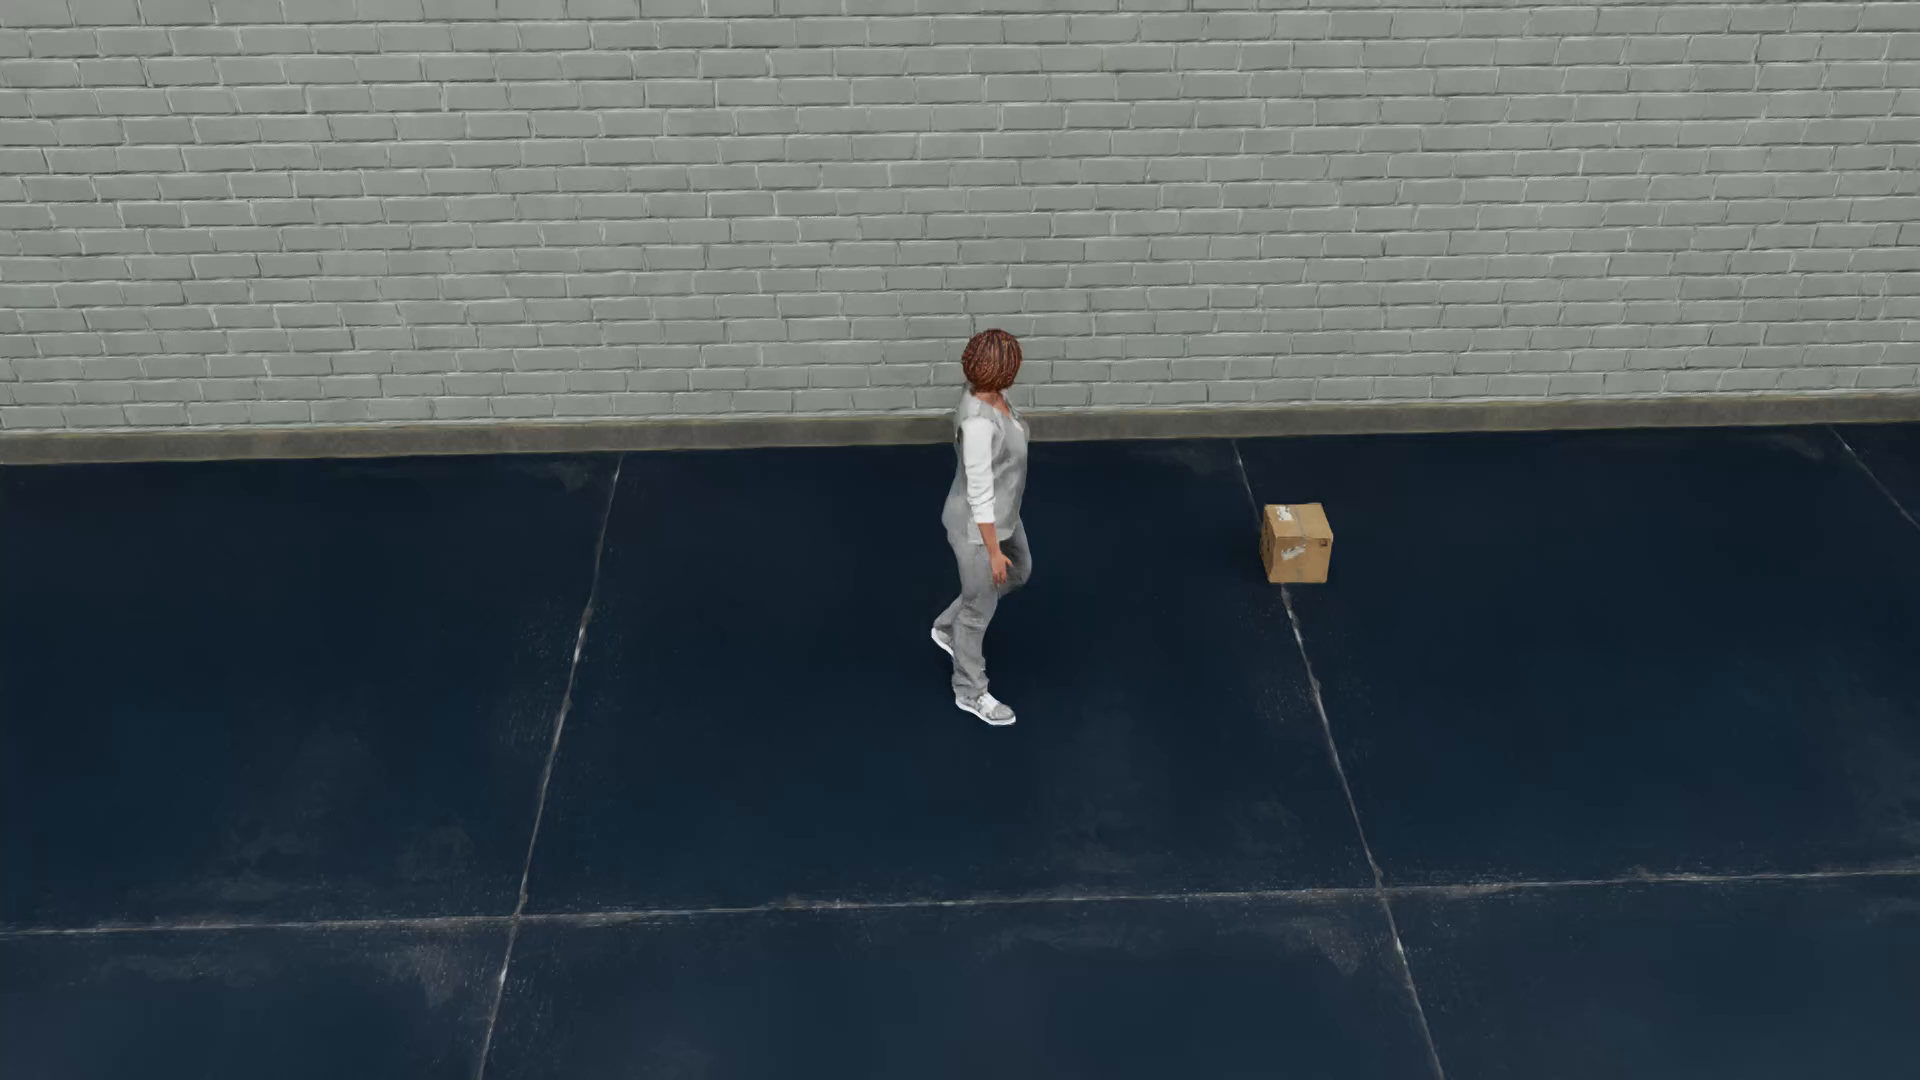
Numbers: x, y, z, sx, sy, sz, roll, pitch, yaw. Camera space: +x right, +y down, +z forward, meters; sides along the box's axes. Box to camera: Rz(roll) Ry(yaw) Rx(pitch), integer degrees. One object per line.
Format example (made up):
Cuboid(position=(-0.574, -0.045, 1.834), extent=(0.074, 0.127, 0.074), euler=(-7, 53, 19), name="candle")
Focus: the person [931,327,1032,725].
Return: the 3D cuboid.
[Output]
Cuboid(position=(0.057, -0.059, 6.213), extent=(0.402, 1.598, 0.467), euler=(7, 36, 9), name="person")
